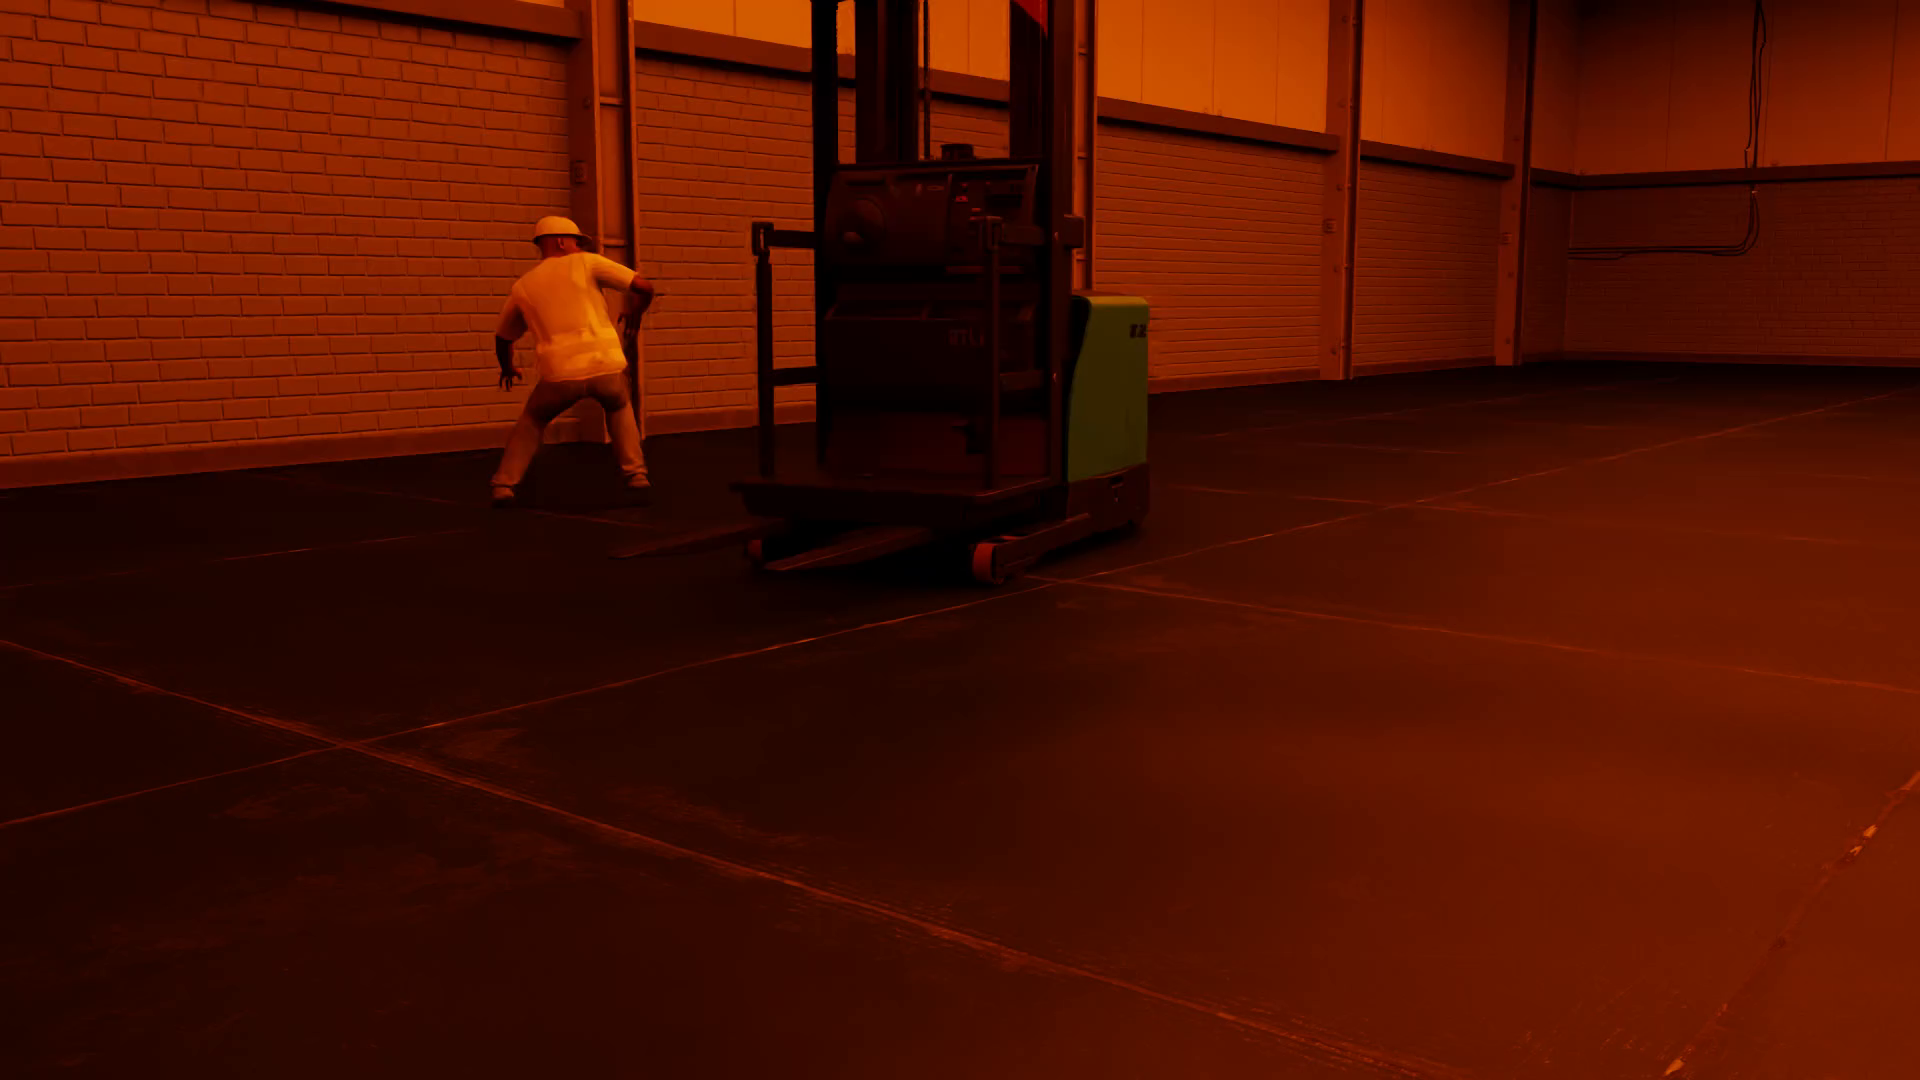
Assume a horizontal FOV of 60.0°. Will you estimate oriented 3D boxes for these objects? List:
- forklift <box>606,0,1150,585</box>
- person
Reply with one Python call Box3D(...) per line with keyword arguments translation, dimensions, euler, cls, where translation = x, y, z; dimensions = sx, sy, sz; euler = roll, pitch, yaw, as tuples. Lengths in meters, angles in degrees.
Box3D(translation=(-0.212, -1.352, 6.519), dimensions=(1.130, 2.935, 3.031), euler=(4, 9, 26), cls="forklift")
Box3D(translation=(-2.000, -0.896, 8.558), dimensions=(0.872, 1.520, 0.863), euler=(-1, 8, -8), cls="person")
